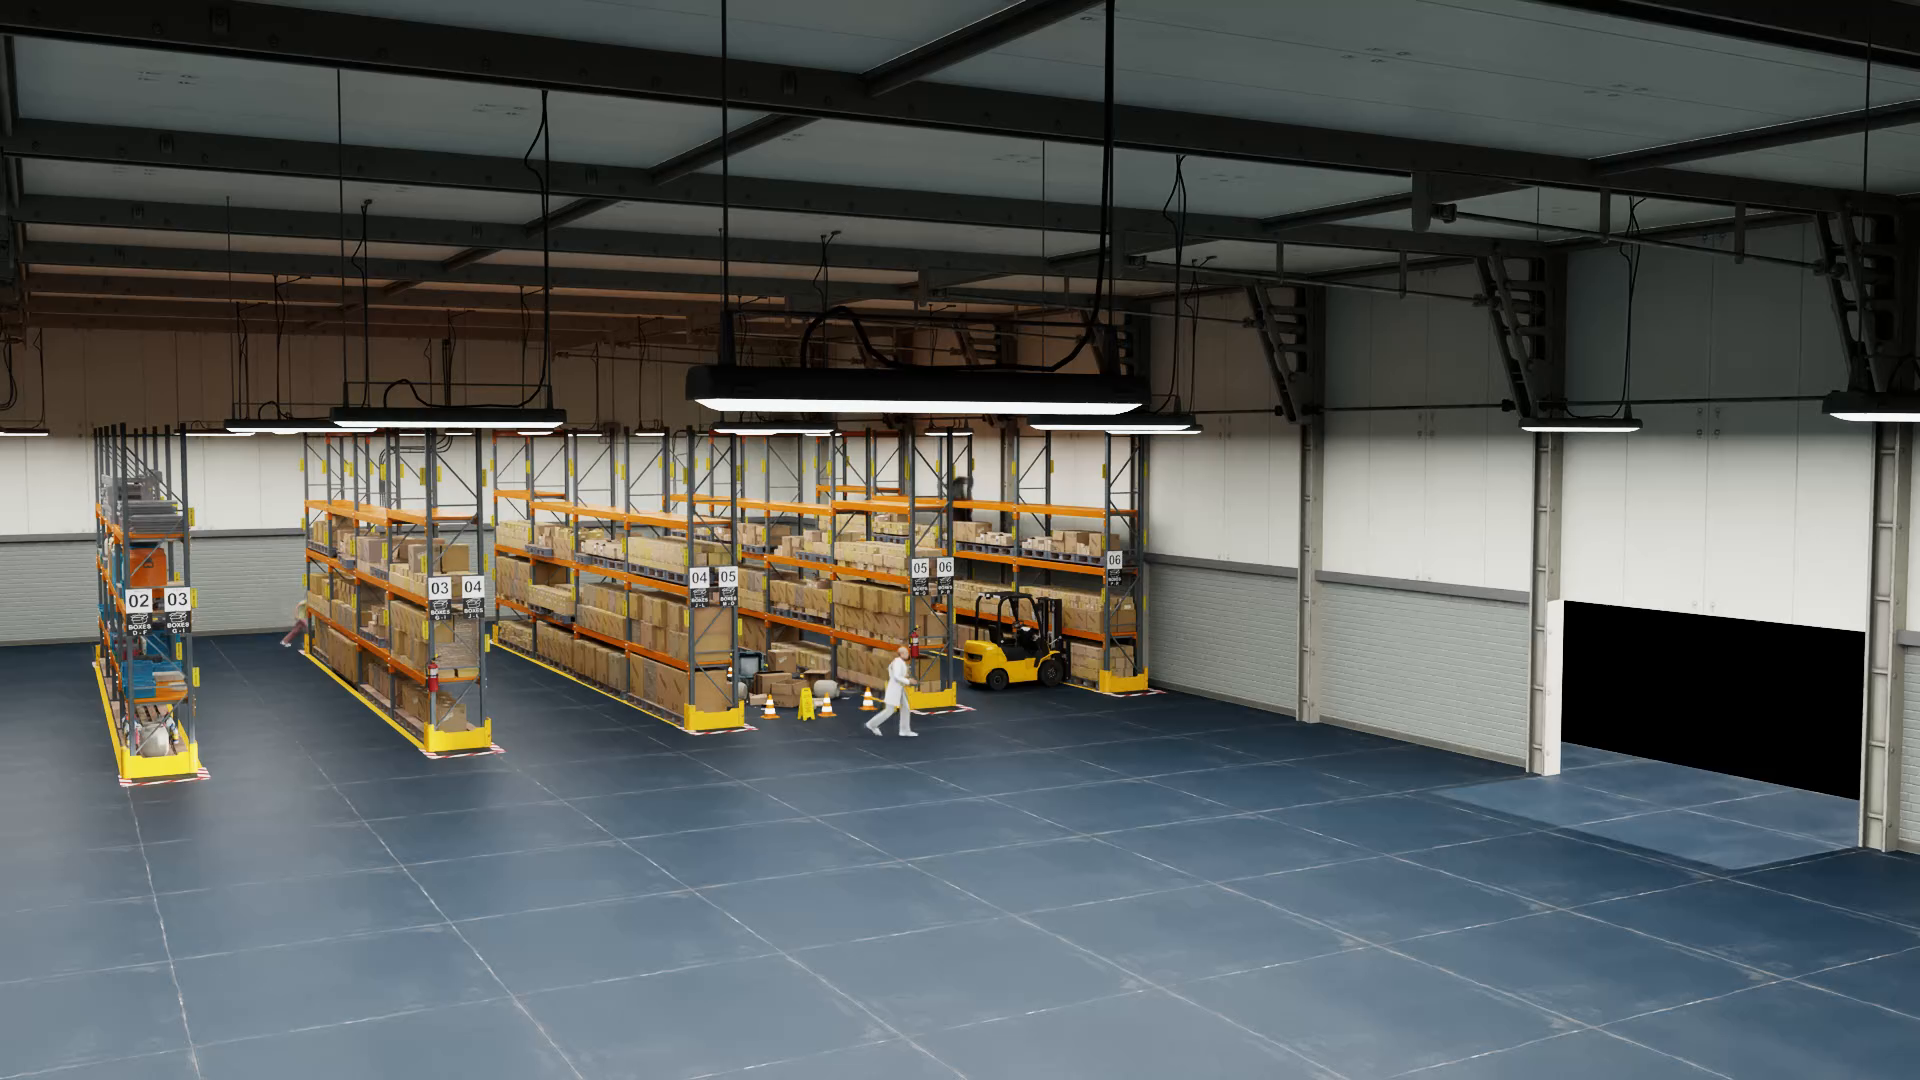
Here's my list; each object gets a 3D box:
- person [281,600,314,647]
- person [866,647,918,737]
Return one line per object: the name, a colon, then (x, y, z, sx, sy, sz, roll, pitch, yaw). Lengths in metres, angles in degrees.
person: (-18.077, 2.194, 45.547, 1.014, 1.516, 0.610, 0, 3, 1)
person: (-1.305, 2.915, 31.909, 1.010, 1.749, 0.690, 1, 4, 10)
